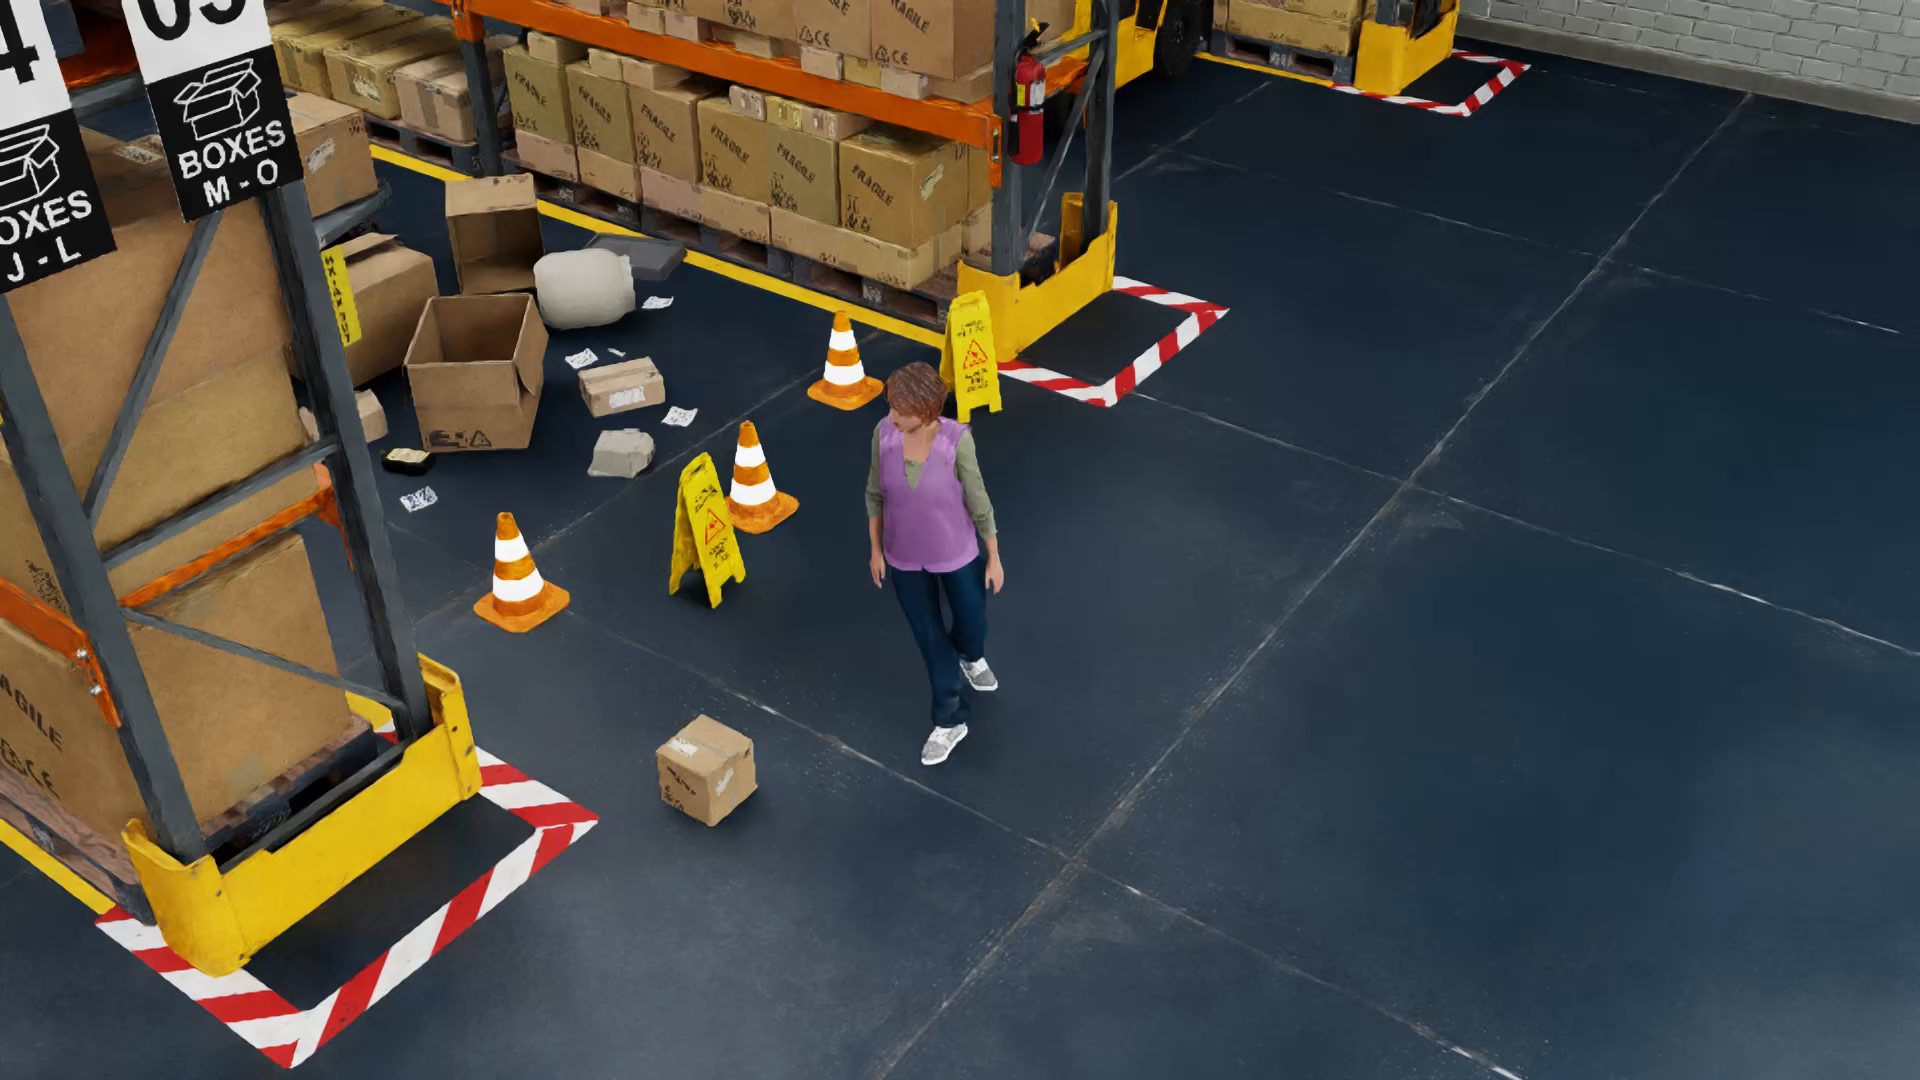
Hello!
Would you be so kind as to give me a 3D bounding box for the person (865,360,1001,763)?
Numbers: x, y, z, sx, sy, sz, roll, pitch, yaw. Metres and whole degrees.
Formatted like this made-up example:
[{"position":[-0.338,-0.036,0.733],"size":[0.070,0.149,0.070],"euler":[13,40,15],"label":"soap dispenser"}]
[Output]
[{"position":[-0.096,0.050,6.082],"size":[0.510,1.585,0.588],"euler":[8,36,11],"label":"person"}]
